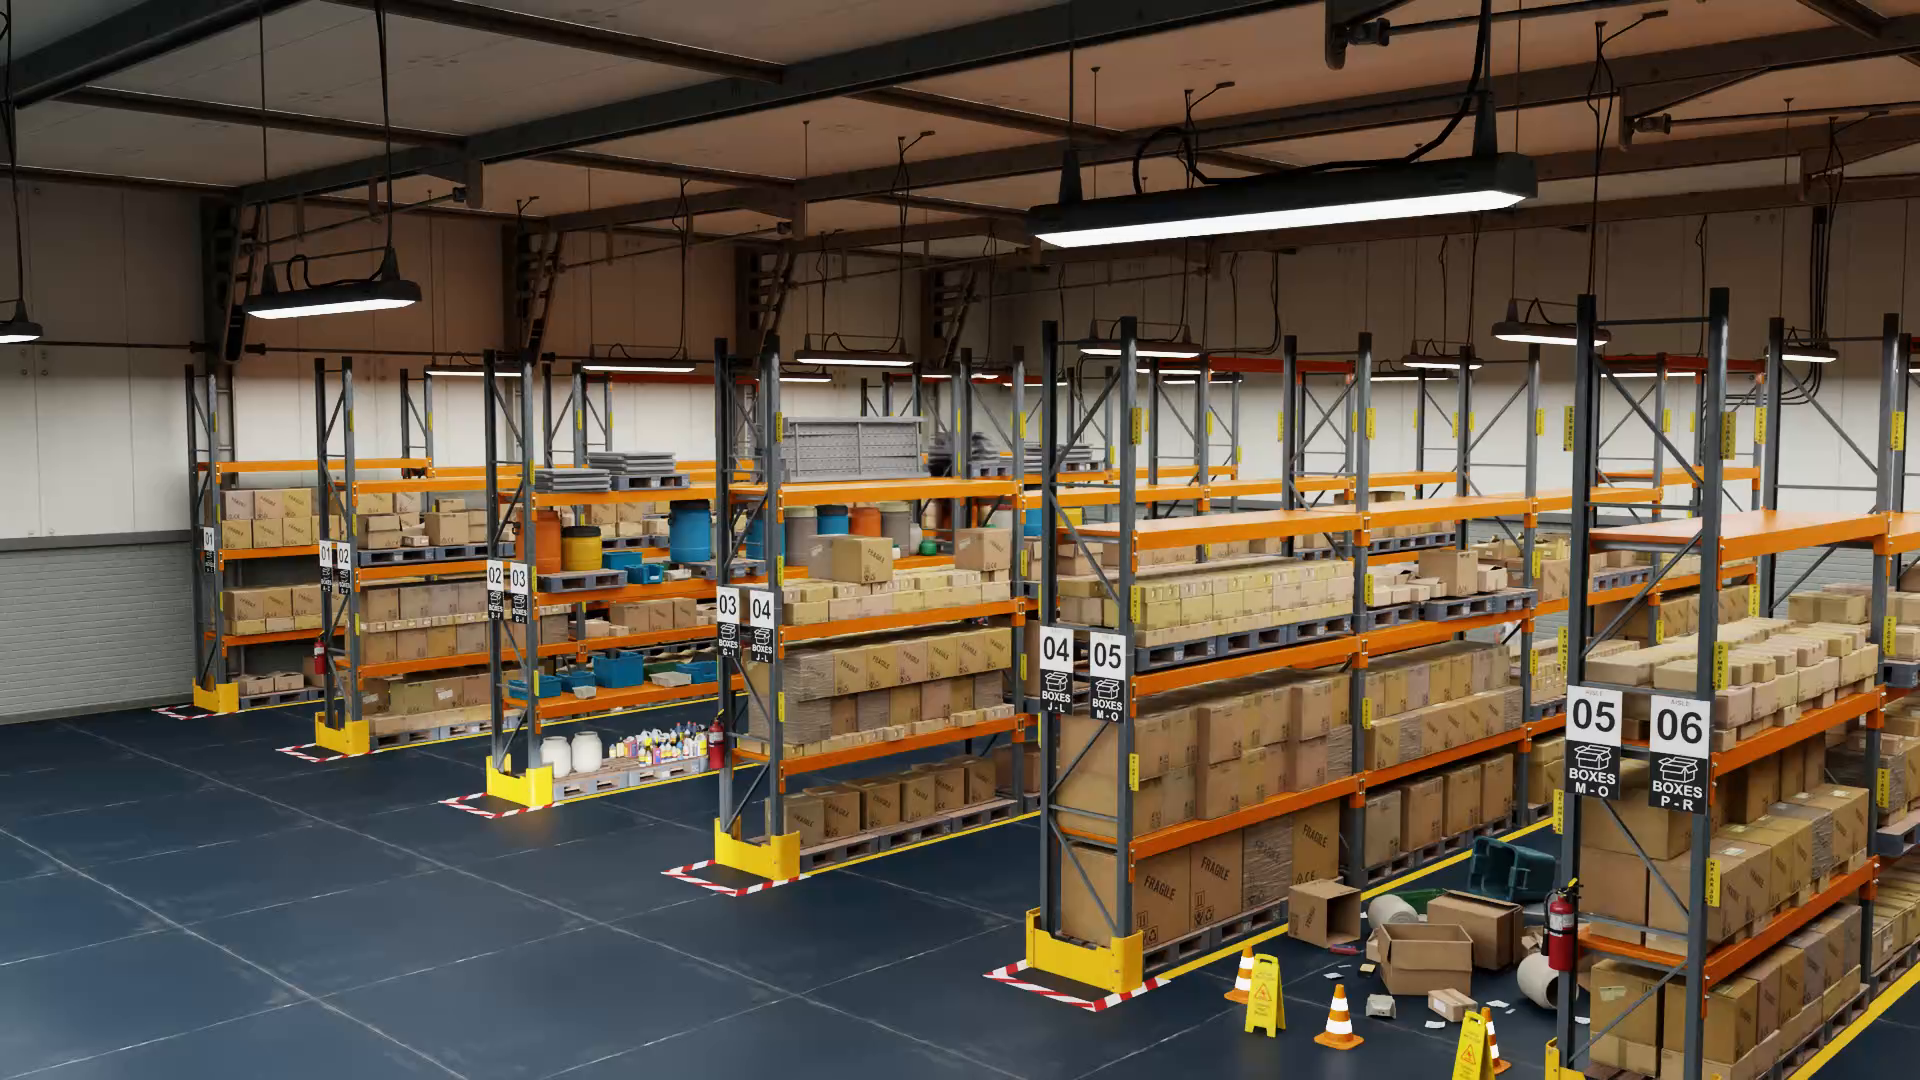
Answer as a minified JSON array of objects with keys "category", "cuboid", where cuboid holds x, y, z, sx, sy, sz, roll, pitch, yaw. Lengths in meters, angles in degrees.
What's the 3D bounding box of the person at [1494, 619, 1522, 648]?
[{"category":"person","cuboid":[9.961,2.001,29.864,0.681,1.744,0.548,0,4,-3]}]
